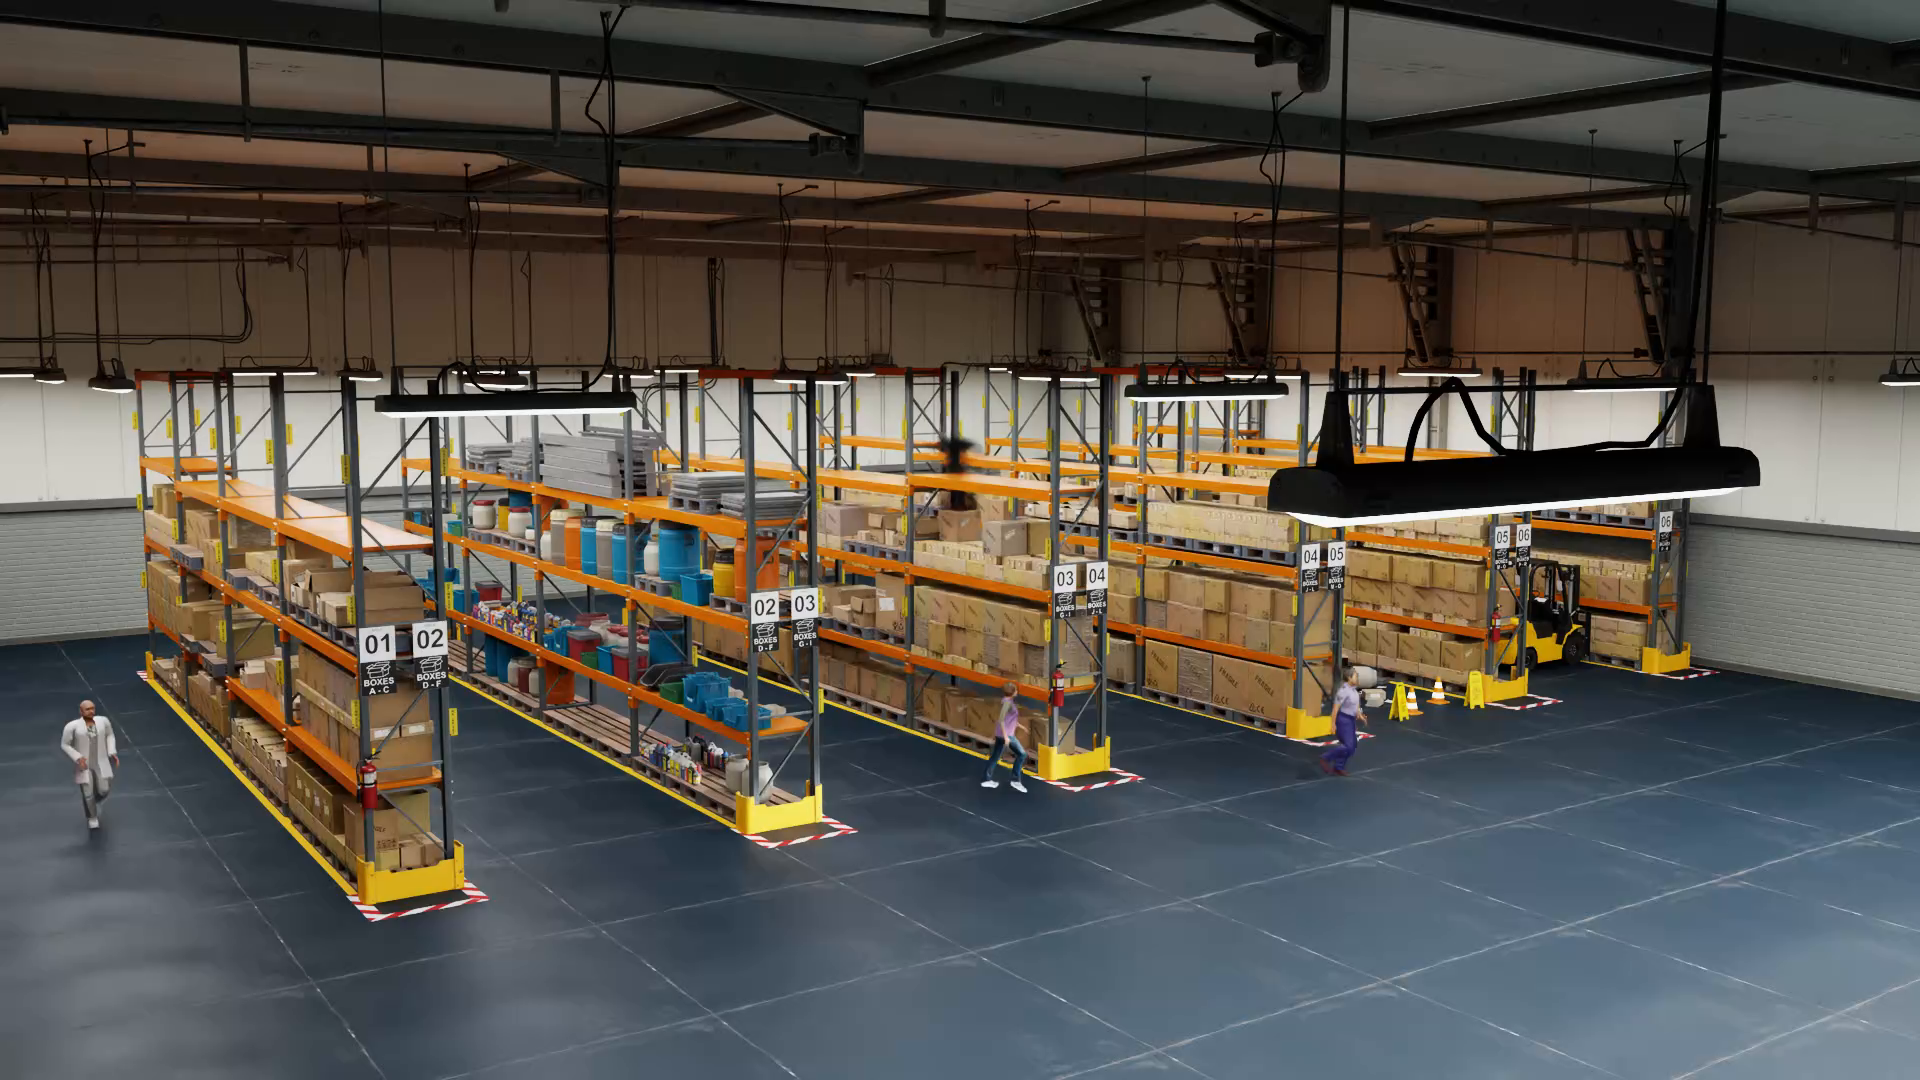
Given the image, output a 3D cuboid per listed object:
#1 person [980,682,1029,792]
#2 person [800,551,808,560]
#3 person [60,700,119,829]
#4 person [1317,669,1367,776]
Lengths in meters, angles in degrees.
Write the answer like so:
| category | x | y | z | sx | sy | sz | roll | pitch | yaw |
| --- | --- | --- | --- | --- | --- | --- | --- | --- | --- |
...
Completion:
| category | x | y | z | sx | sy | sz | roll | pitch | yaw |
| --- | --- | --- | --- | --- | --- | --- | --- | --- | --- |
| person | 0.661 | 2.822 | 23.893 | 0.714 | 1.588 | 0.477 | -1 | 7 | -8 |
| person | -3.889 | 0.854 | 41.364 | 0.613 | 1.714 | 0.631 | 3 | 7 | 23 |
| person | -11.603 | 2.981 | 22.180 | 0.688 | 1.724 | 0.679 | -6 | 9 | -41 |
| person | 5.712 | 2.747 | 24.857 | 0.667 | 1.625 | 0.664 | 3 | 7 | 23 |
